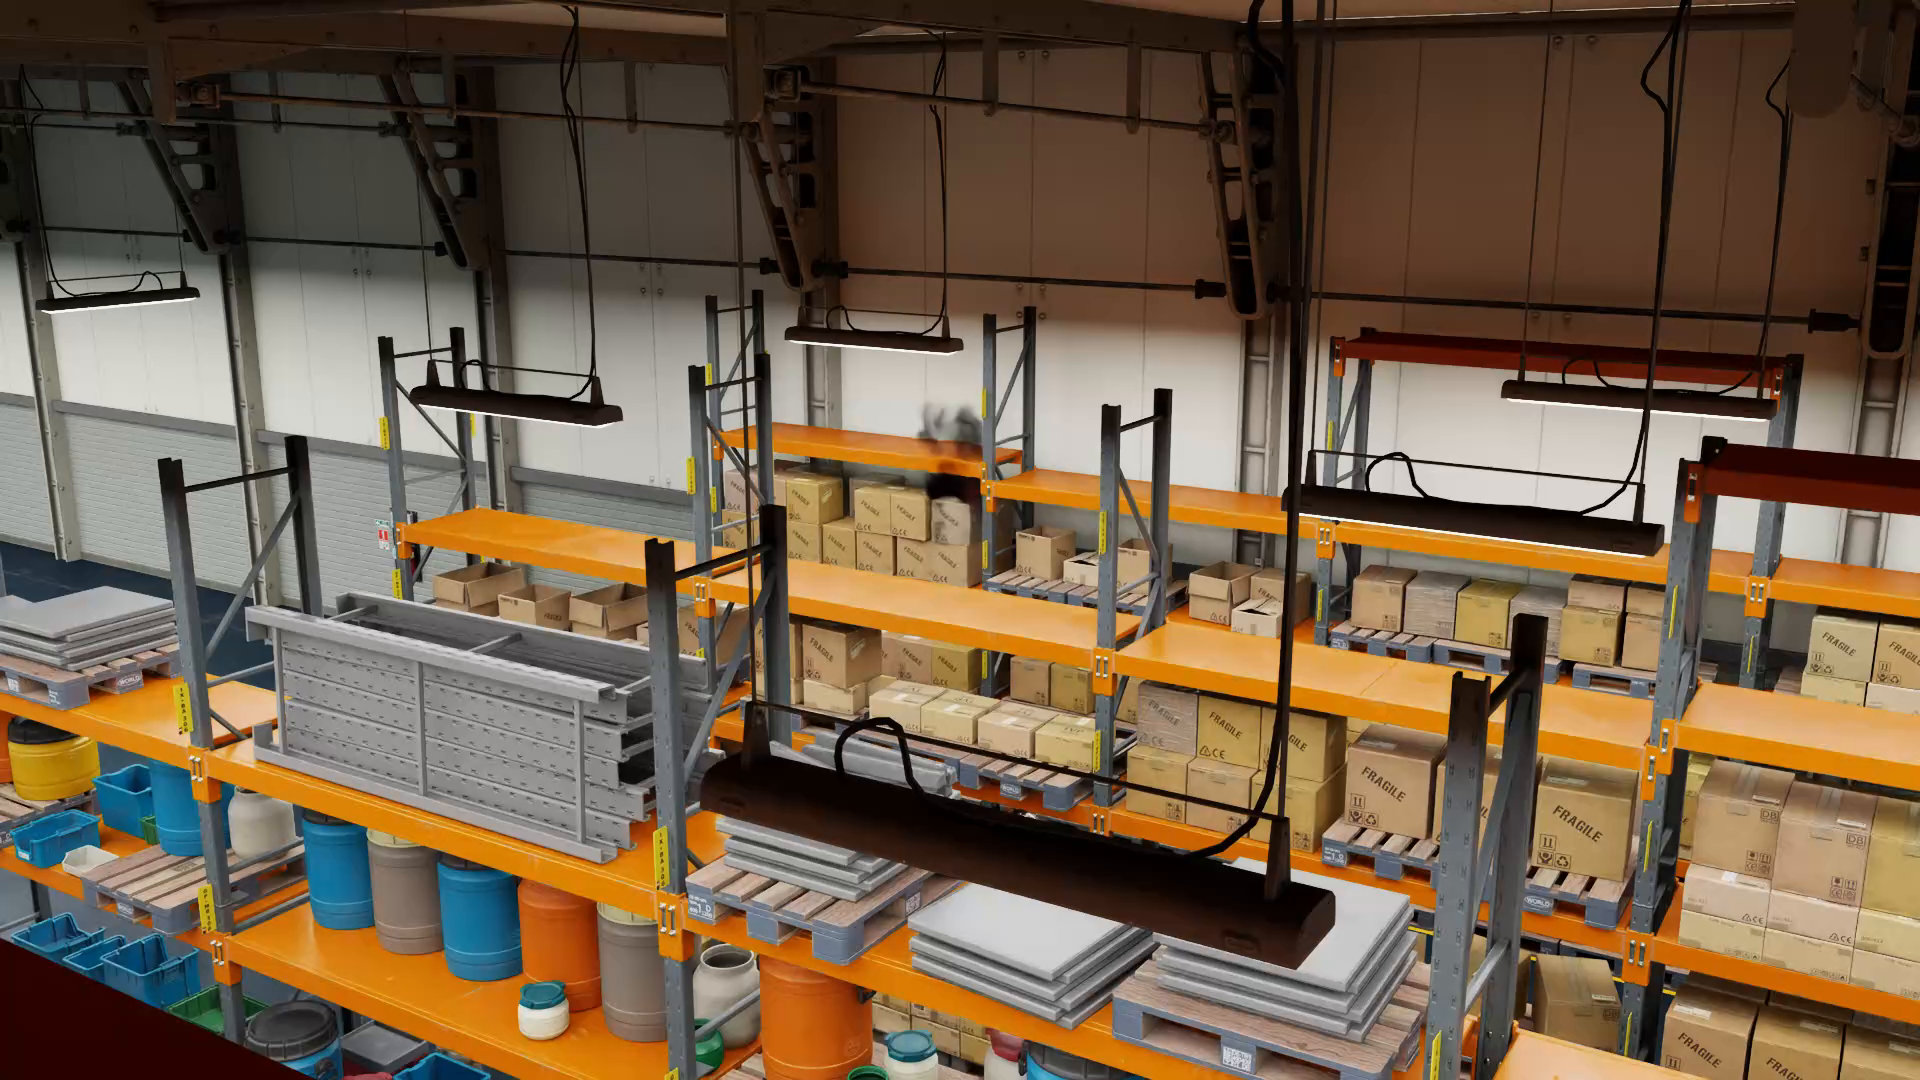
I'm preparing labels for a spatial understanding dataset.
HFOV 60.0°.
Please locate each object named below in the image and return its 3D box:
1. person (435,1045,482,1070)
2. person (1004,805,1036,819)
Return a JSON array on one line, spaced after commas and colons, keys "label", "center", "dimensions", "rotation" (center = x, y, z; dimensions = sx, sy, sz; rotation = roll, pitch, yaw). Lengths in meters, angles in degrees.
[{"label": "person", "center": [-4.012, 4.062, 13.357], "dimensions": [0.574, 1.652, 0.629], "rotation": [10, 17, 34]}, {"label": "person", "center": [0.498, 3.266, 16.637], "dimensions": [0.583, 1.629, 0.592], "rotation": [5, 15, 20]}]
